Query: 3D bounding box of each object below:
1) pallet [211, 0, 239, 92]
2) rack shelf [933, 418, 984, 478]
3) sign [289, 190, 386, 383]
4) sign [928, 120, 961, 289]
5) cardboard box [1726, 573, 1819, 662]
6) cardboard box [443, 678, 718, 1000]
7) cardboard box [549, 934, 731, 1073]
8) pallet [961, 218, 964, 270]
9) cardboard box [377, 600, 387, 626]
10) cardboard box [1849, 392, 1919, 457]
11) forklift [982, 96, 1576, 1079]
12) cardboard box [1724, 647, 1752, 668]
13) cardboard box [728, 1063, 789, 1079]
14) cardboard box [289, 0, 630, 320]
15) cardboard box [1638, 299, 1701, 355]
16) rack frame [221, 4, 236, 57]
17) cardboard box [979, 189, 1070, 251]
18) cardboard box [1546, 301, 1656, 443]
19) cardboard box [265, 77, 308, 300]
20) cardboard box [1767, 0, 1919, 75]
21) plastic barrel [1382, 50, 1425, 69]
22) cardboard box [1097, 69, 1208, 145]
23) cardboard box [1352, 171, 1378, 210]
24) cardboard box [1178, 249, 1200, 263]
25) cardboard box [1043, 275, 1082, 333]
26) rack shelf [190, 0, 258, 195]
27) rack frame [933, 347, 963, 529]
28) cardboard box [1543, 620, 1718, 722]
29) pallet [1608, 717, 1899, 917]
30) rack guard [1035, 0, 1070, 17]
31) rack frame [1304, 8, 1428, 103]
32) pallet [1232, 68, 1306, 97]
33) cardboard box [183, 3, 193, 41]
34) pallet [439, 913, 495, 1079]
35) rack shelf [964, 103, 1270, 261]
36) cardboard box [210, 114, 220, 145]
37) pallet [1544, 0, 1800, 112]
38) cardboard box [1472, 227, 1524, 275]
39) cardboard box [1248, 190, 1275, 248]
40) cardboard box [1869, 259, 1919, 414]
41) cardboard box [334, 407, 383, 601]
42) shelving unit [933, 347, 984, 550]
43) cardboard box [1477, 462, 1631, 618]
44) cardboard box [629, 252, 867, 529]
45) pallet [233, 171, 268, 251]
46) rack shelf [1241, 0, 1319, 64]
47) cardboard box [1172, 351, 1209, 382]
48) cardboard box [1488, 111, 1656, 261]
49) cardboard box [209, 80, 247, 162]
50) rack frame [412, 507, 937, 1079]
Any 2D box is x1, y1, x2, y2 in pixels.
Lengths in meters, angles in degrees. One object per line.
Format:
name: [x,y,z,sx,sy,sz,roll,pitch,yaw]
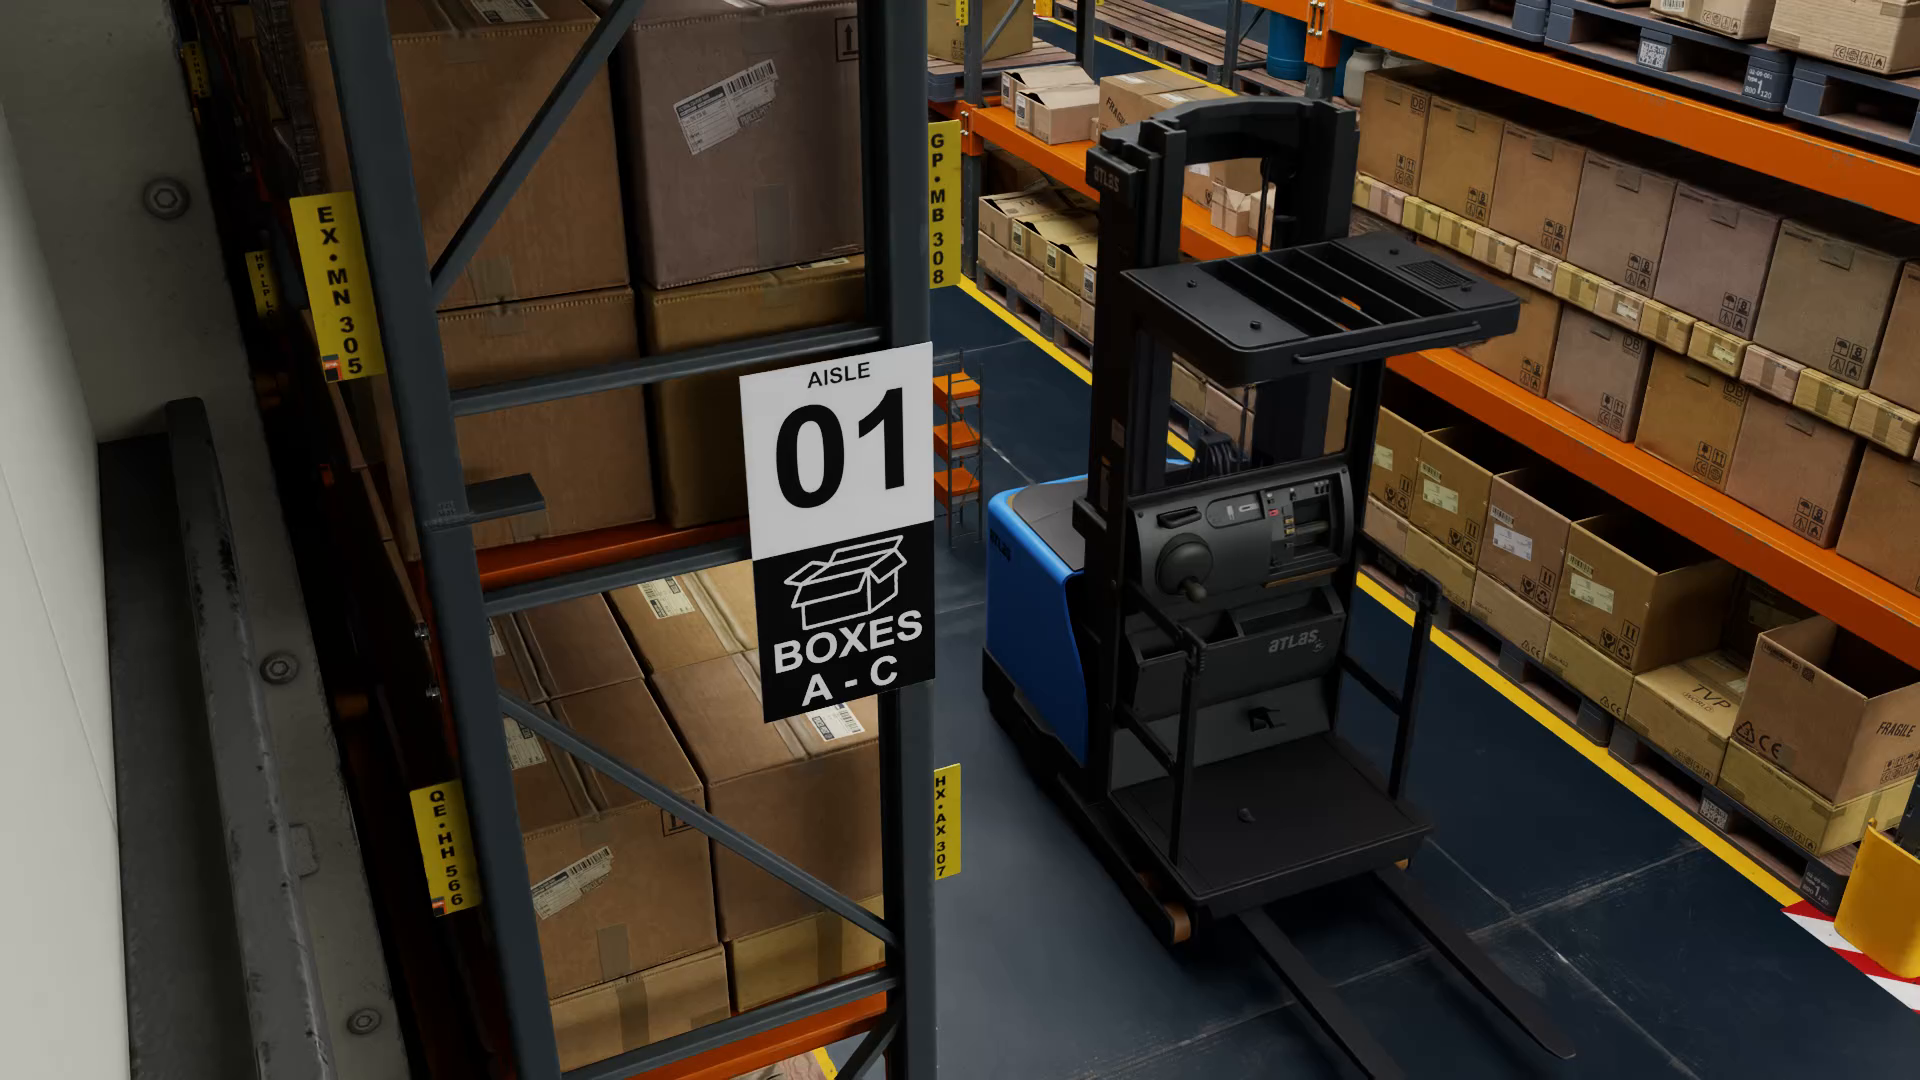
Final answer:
pallet: [-2.420,-2.124,6.928,1.213,0.211,1.003,-13,32,-22]
rack shelf: [-0.023,-0.472,8.872,0.215,0.259,0.240,-13,32,-22]
sign: [-1.044,-0.423,2.796,0.100,0.325,0.005,-13,32,-22]
sign: [-0.044,-0.640,3.194,0.100,0.325,0.005,-13,32,-22]
cardboard box: [3.692,0.307,7.082,0.500,0.500,0.500,-13,32,-22]
cardboard box: [-0.929,0.730,4.079,0.500,0.500,0.500,-13,32,-23]
cardboard box: [-0.910,1.055,4.266,0.500,0.250,0.500,-13,32,-21]
pallet: [0.217,-2.533,13.383,1.003,0.211,1.213,-13,32,-22]
cardboard box: [-1.782,0.157,5.868,0.500,0.250,0.500,-14,32,-23]
cardboard box: [3.488,-0.448,6.049,0.380,0.149,0.250,-12,32,-21]
forklift: [1.154,0.021,6.047,1.130,2.935,3.031,-12,31,-20]
cardboard box: [3.691,0.635,7.265,0.500,0.250,0.500,-13,32,-22]
cardboard box: [-0.750,1.820,5.067,0.500,0.311,0.500,-17,33,-28]
cardboard box: [-0.955,-0.768,3.173,0.500,0.500,0.500,-12,31,-20]
cardboard box: [3.045,-0.905,6.862,0.380,0.149,0.250,-12,32,-21]
rack frame: [-2.251,-3.220,5.622,1.000,3.000,0.127,-13,32,-22]
cardboard box: [0.463,-2.347,12.009,0.500,0.311,0.500,-12,31,-20]
cardboard box: [3.082,-0.814,7.363,0.700,0.500,0.500,-12,31,-21]
cardboard box: [-1.614,-1.015,4.635,0.500,0.500,0.500,-11,31,-19]
cardboard box: [3.206,-1.818,5.771,0.500,0.250,0.500,-13,32,-22]
plastic barrel: [4.269,-4.293,15.706,0.600,0.588,0.708,-13,32,-22]
cardboard box: [1.239,-2.717,10.758,0.500,0.500,0.500,-15,33,-25]
cardboard box: [2.161,-1.812,8.480,0.380,0.149,0.250,-13,32,-22]
cardboard box: [1.607,-1.787,11.010,0.500,0.311,0.500,-12,32,-21]
cardboard box: [0.909,-1.652,11.343,0.500,0.250,0.500,-14,32,-23]
rack shelf: [-3.110,-2.481,8.108,1.077,0.370,4.000,-13,32,-22]
rack frame: [-0.075,-0.535,8.963,0.200,1.050,0.008,-13,32,-22]
cardboard box: [2.999,0.525,7.461,0.500,0.250,0.500,-13,32,-22]
pallet: [3.572,1.009,7.065,1.003,0.211,1.213,-13,32,-22]
rack guard: [1.523,-6.902,20.878,1.175,0.500,0.348,-13,32,-22]
rack frame: [2.221,-1.645,8.948,1.000,3.000,0.127,-13,32,-22]
pallet: [3.555,-4.651,17.160,1.003,0.211,1.213,-13,32,-22]
cardboard box: [-5.273,-3.611,12.027,0.500,0.500,0.500,-14,32,-23]
pallet: [-1.404,1.442,6.293,1.003,0.211,1.213,-13,32,-22]
rack shelf: [1.362,-2.214,10.699,1.077,0.370,4.000,-13,32,-22]
cardboard box: [-4.836,-2.796,11.237,0.380,0.149,0.250,-14,32,-23]
pallet: [3.130,-2.005,6.614,1.003,0.211,1.213,-13,32,-22]
cardboard box: [2.601,-1.361,7.676,0.380,0.149,0.250,-14,32,-24]
cardboard box: [1.970,-1.788,9.356,0.500,0.250,0.500,-11,31,-19]
cardboard box: [3.727,-0.720,5.869,0.700,0.500,0.500,-13,32,-22]
cardboard box: [-1.811,-0.171,5.686,0.500,0.500,0.500,-12,32,-21]
shelving unit: [-0.023,-0.482,8.867,0.215,1.050,0.252,-13,32,-22]
cardboard box: [2.783,-0.023,7.671,0.500,0.500,0.500,-13,32,-22]
cardboard box: [-0.452,-0.397,3.533,0.500,0.500,0.500,-12,32,-21]
pallet: [-3.567,-1.994,9.766,1.213,0.211,1.003,-13,32,-22]
rack shelf: [1.362,-3.523,9.965,1.077,0.370,4.000,-13,32,-22]
cardboard box: [1.559,-1.220,9.999,0.500,0.311,0.500,-12,32,-21]
cardboard box: [2.850,-1.615,7.466,0.700,0.500,0.500,-13,32,-22]
cardboard box: [-4.410,-2.705,10.412,0.500,0.500,0.500,-13,32,-22]
rack frame: [-0.534,1.164,3.939,1.000,3.000,0.127,-13,32,-22]
